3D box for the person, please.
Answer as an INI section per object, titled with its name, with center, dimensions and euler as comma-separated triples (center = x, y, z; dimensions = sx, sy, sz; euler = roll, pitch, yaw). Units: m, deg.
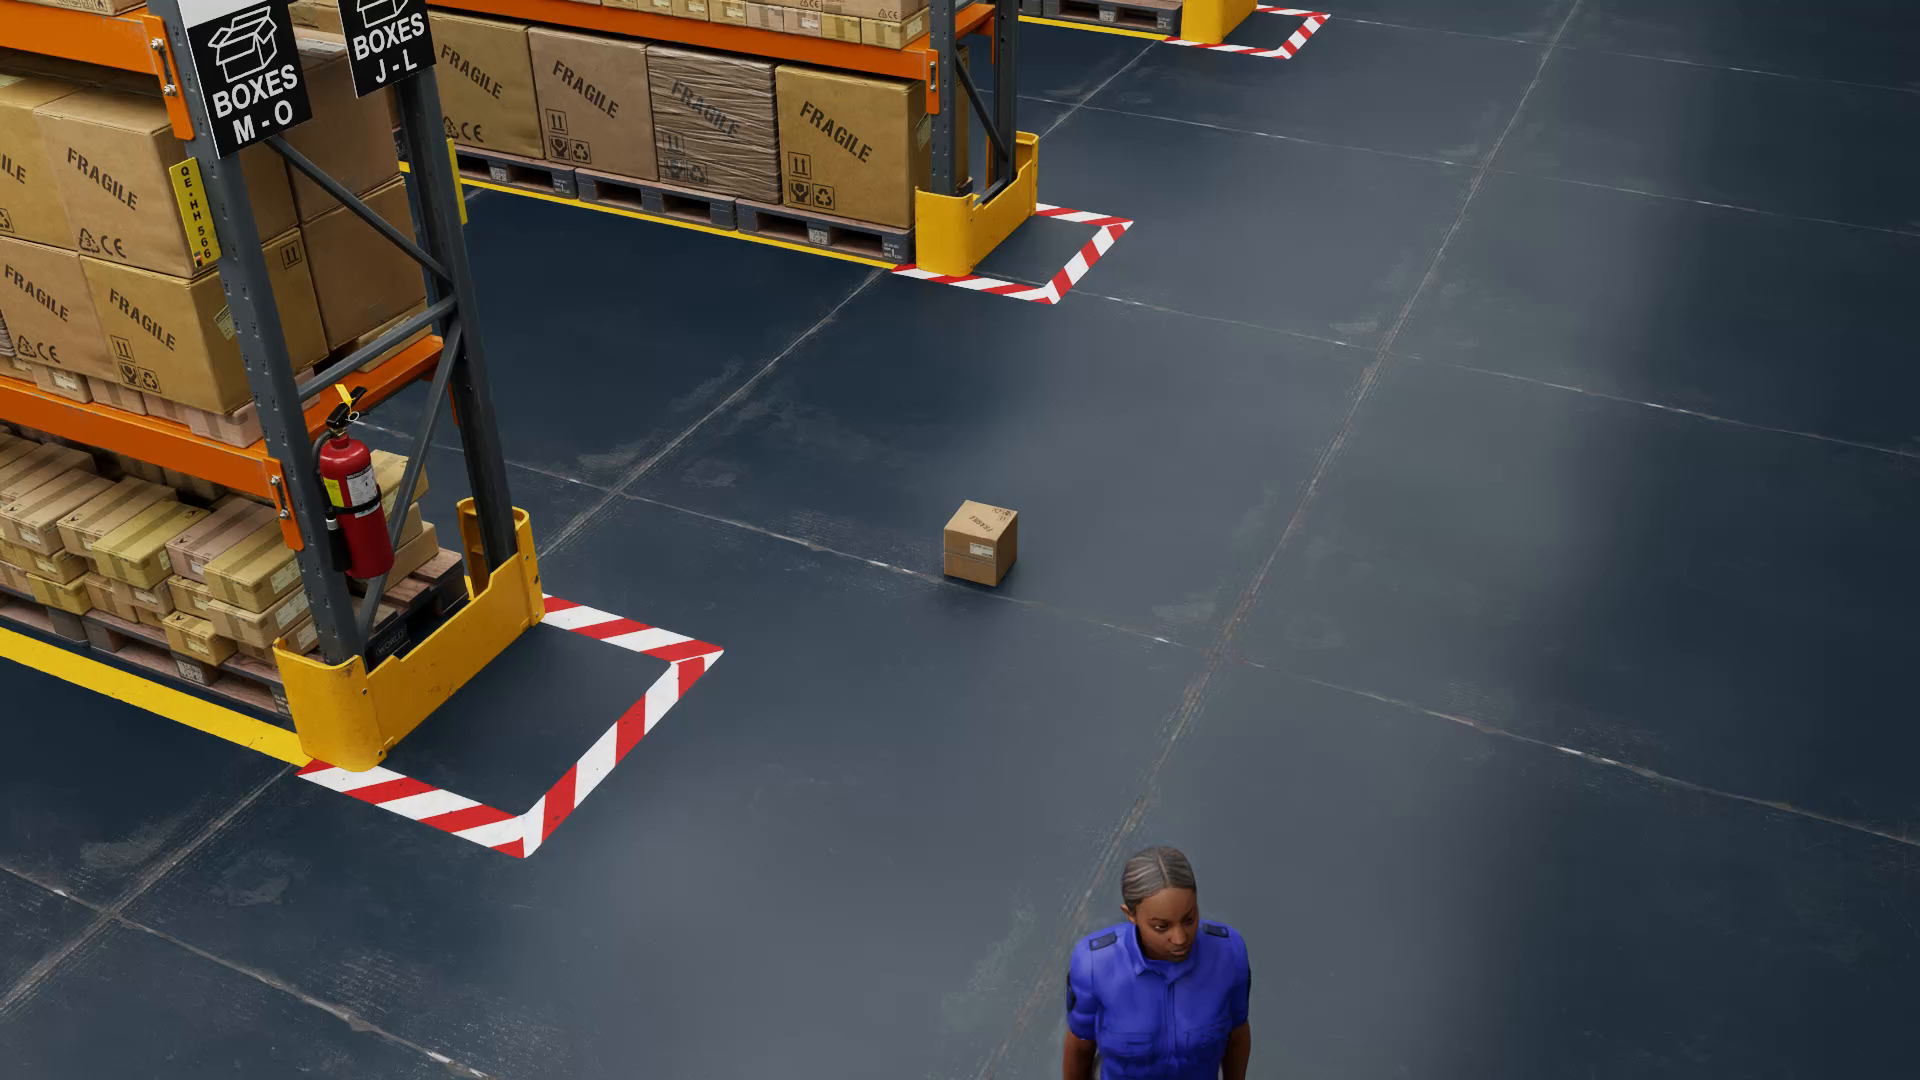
[person]
center = 0.468, 1.364, 4.087
dimensions = 0.449, 1.636, 0.653
euler = -4, 34, -5
